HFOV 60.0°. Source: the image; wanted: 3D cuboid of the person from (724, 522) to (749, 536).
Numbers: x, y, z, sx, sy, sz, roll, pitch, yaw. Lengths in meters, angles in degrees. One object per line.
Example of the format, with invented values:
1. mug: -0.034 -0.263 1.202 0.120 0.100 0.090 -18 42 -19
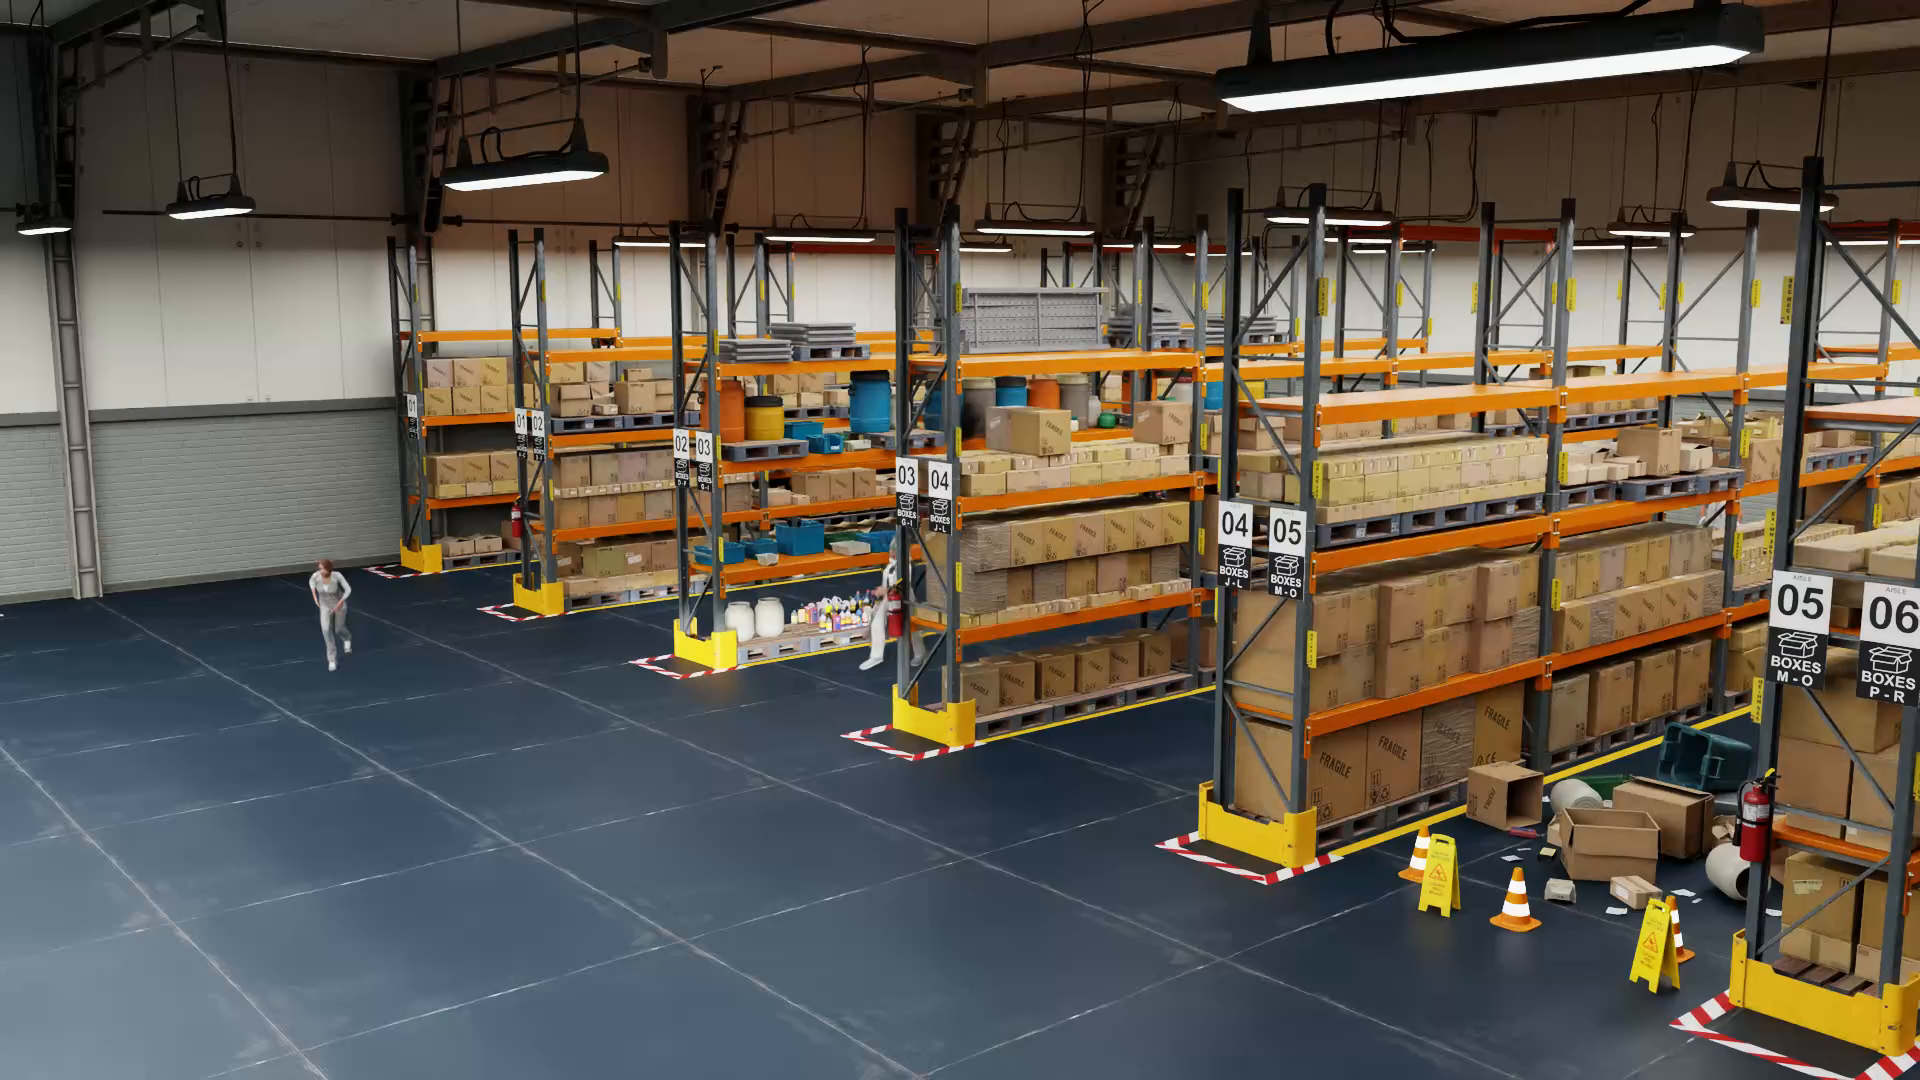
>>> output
1. person: -4.423 -0.608 32.377 0.676 1.617 0.892 4 10 23

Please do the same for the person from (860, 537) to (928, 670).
1. person: -0.769 0.803 21.106 0.841 1.757 0.723 -5 10 -27

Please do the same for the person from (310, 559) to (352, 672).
1. person: -8.524 0.967 22.673 0.567 1.537 0.908 0 9 0

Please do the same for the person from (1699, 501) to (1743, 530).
1. person: 13.205 -0.200 28.981 1.008 1.768 0.707 -7 11 -39
